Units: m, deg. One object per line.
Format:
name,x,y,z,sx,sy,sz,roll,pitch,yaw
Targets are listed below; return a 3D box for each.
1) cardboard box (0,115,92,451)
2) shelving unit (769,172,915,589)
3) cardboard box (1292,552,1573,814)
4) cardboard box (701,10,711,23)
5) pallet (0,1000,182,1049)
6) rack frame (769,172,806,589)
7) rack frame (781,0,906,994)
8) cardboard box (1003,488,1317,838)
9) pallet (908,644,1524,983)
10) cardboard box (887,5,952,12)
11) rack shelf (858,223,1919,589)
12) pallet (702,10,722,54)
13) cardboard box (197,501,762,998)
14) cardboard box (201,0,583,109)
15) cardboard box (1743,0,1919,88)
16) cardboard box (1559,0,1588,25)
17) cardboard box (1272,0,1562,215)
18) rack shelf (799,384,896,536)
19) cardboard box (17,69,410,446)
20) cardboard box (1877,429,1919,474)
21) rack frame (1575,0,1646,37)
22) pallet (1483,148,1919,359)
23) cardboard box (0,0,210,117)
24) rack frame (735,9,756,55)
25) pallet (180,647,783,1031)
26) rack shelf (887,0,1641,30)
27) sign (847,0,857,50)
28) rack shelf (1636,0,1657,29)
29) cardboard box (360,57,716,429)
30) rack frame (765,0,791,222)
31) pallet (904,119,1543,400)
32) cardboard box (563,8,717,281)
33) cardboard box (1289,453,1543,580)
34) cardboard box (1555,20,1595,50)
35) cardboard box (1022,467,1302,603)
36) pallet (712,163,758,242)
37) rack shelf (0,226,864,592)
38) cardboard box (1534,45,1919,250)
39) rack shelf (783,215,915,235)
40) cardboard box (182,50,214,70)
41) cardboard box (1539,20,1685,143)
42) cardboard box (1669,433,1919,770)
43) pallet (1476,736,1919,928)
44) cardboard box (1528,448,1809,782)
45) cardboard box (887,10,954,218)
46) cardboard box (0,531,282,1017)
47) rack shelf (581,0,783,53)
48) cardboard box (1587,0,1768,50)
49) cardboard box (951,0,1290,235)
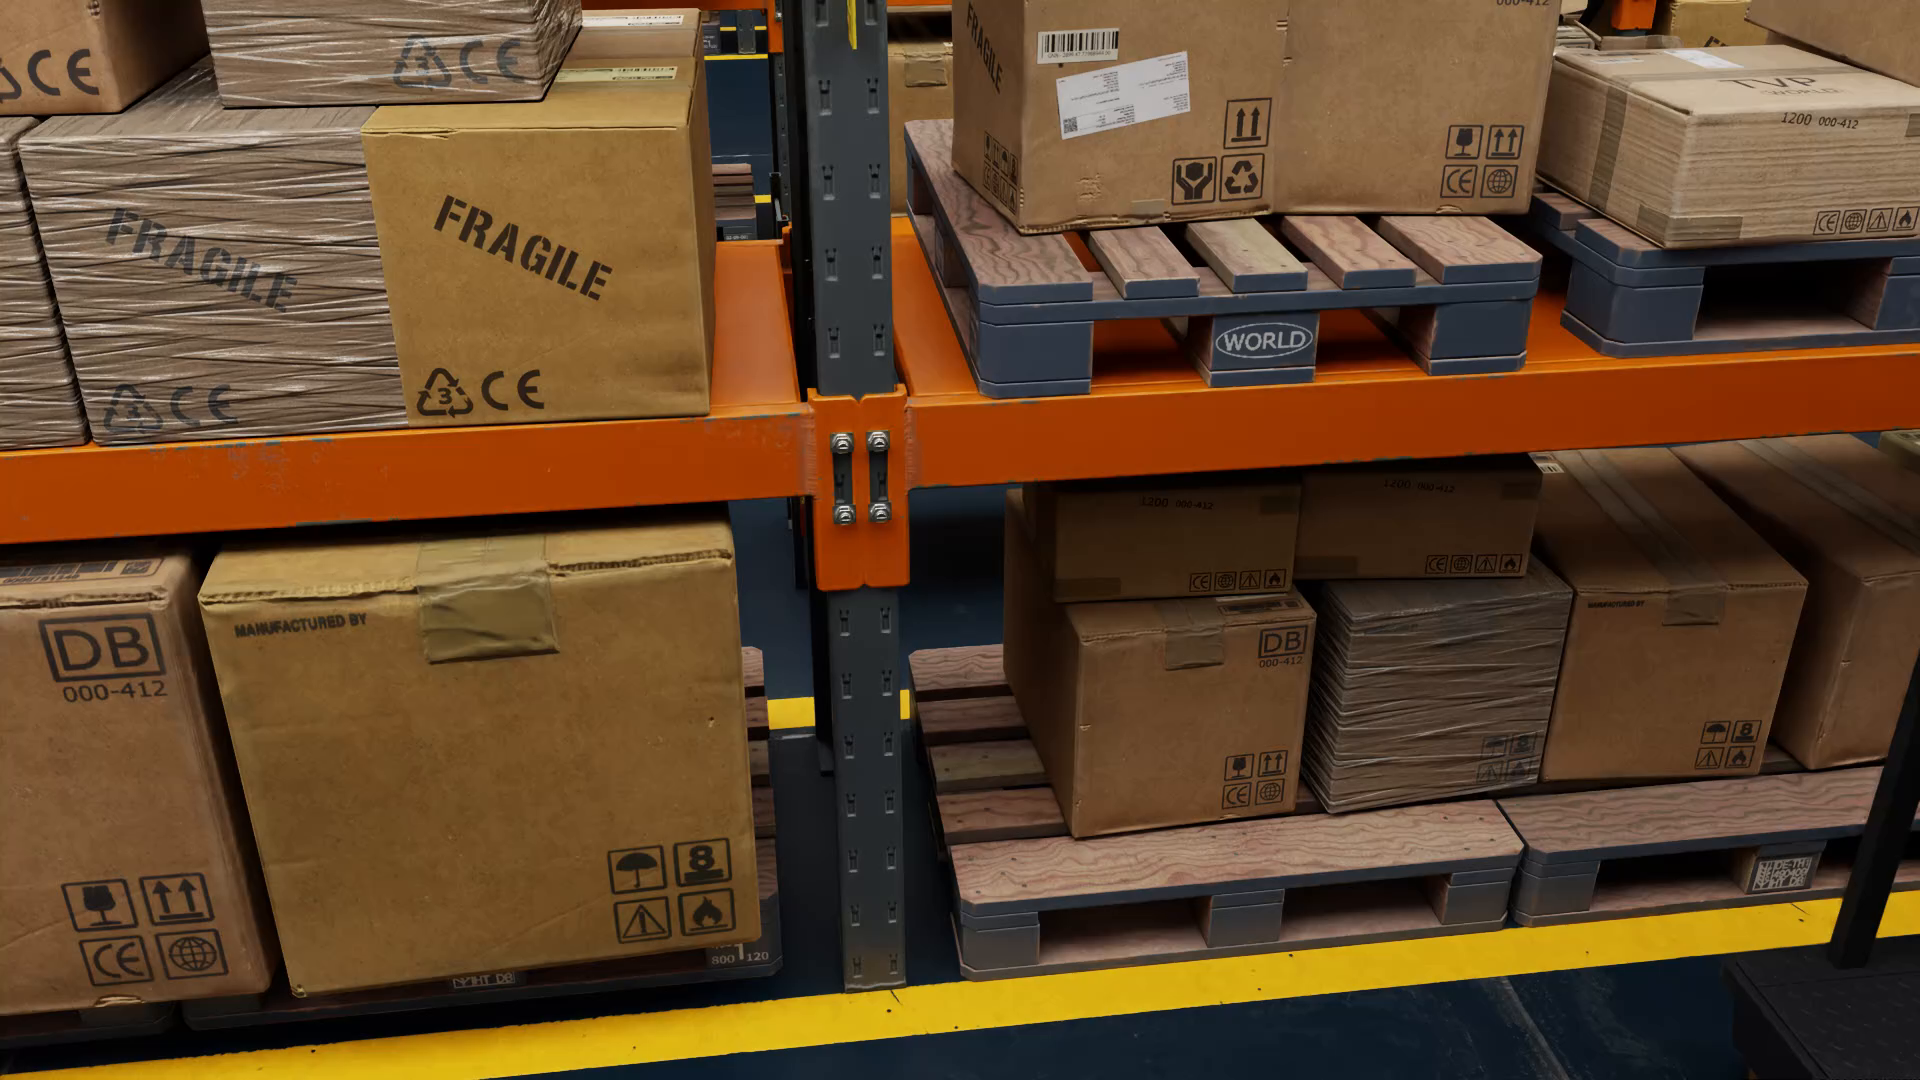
cardboard box,-1.706,-0.466,2.764,0.500,0.500,0.500,-5,28,-9
shelving unit,-0.007,-0.500,4.992,1.048,1.125,0.538,-4,27,-7
cardboard box,0.965,0.195,3.841,0.500,0.500,0.700,-6,28,-11
cardboard box,-2.319,-4.344,12.298,0.875,0.875,0.875,-4,27,-8
pallet,-2.240,0.704,3.647,1.213,0.211,1.003,-4,27,-7
rack frame,-0.510,-0.468,4.929,0.032,1.125,0.500,-4,27,-7
rack frame,-0.243,-0.629,3.190,0.127,3.000,1.000,-4,27,-7
cardboard box,0.417,0.236,3.761,0.500,0.500,0.700,-5,28,-10
pallet,0.531,0.563,3.922,1.213,0.211,1.003,-4,27,-7
cardboard box,-0.333,-4.208,12.585,0.625,0.372,0.950,-4,27,-8
rack shelf,1.737,-0.436,3.602,4.000,0.370,1.077,-4,27,-7
pallet,-2.415,-3.852,12.526,1.213,0.211,1.003,-4,27,-7
cardboard box,-0.929,0.164,3.512,0.875,0.875,1.225,-5,28,-10
cardboard box,-0.969,-1.080,2.861,0.637,0.503,0.797,-3,27,-5
cardboard box,2.014,-0.964,3.270,0.637,0.503,0.797,-1,27,-2
cardboard box,3.987,-3.248,10.880,0.503,0.637,0.797,-4,27,-7
cardboard box,0.825,-0.993,3.330,0.500,0.500,0.700,0,27,1
rack shelf,-0.007,-0.282,5.104,1.000,0.278,0.538,-4,27,-7
cardboard box,-1.192,-0.501,2.831,0.500,0.500,0.500,-4,27,-8
cardboard box,2.632,0.084,4.056,0.500,0.500,0.700,-4,27,-7
rack frame,3.127,-3.132,8.068,0.127,3.000,1.000,-4,27,-7
pallet,1.711,-0.688,3.515,1.213,0.211,1.003,-4,27,-7
cardboard box,-1.615,-1.040,2.783,0.637,0.503,0.797,-3,27,-6
rack frame,-1.624,-5.109,11.921,0.127,3.000,1.000,-4,27,-7
pallet,-1.034,0.628,3.795,1.213,0.211,1.003,-4,27,-7
rack shelf,1.146,-2.685,7.984,4.000,0.370,1.077,-4,27,-7
sign,-0.163,-0.893,2.437,0.005,0.325,0.100,-4,27,-7
rack shelf,5.107,-2.939,8.480,4.000,0.370,1.077,-4,27,-7
cardboard box,-0.697,-0.530,2.887,0.500,0.500,0.500,-3,27,-6
rack frame,-0.834,-2.877,7.572,0.127,3.000,1.000,-4,27,-7
pallet,0.448,-0.637,3.416,1.003,0.211,1.213,-4,27,-7
cardboard box,-0.762,-0.765,3.346,0.500,0.500,0.500,-3,27,-6
cardboard box,0.940,-0.141,3.673,0.500,0.250,0.500,-1,27,-1
cardboard box,2.525,-2.238,8.329,0.750,0.750,1.050,-4,27,-7
cardboard box,0.416,-0.102,3.598,0.500,0.250,0.500,-3,27,-5
pallet,-1.608,-1.588,8.113,1.213,0.211,1.003,-4,27,-7
rack shelf,-2.224,-0.181,3.106,4.000,0.370,1.077,-4,27,-7
cardboard box,1.449,-0.752,3.133,0.500,0.250,0.500,-4,27,-9
rack shelf,-0.007,-0.760,4.859,1.000,0.278,0.538,-4,27,-7
cardboard box,-1.273,-0.732,3.280,0.500,0.500,0.500,-4,27,-9
cardboard box,1.370,-0.984,3.569,0.258,0.266,0.396,-4,27,-9
cardboard box,2.078,0.120,3.986,0.500,0.500,0.700,-6,28,-12
pallet,1.736,0.487,4.070,1.213,0.211,1.003,-4,27,-7
cardboard box,1.525,0.156,3.917,0.500,0.500,0.700,-1,27,-3
cardboard box,-0.219,-2.061,7.986,0.750,0.750,1.050,-4,27,-8
cardboard box,-1.813,0.217,3.408,0.875,0.875,1.225,-4,27,-7
rack shelf,-2.815,-2.430,7.488,4.000,0.370,1.077,-4,27,-7
cardboard box,3.759,-2.382,8.473,0.875,0.875,0.875,-3,27,-6
cardboard box,0.286,-0.913,3.173,0.500,0.500,0.500,-7,28,-13
